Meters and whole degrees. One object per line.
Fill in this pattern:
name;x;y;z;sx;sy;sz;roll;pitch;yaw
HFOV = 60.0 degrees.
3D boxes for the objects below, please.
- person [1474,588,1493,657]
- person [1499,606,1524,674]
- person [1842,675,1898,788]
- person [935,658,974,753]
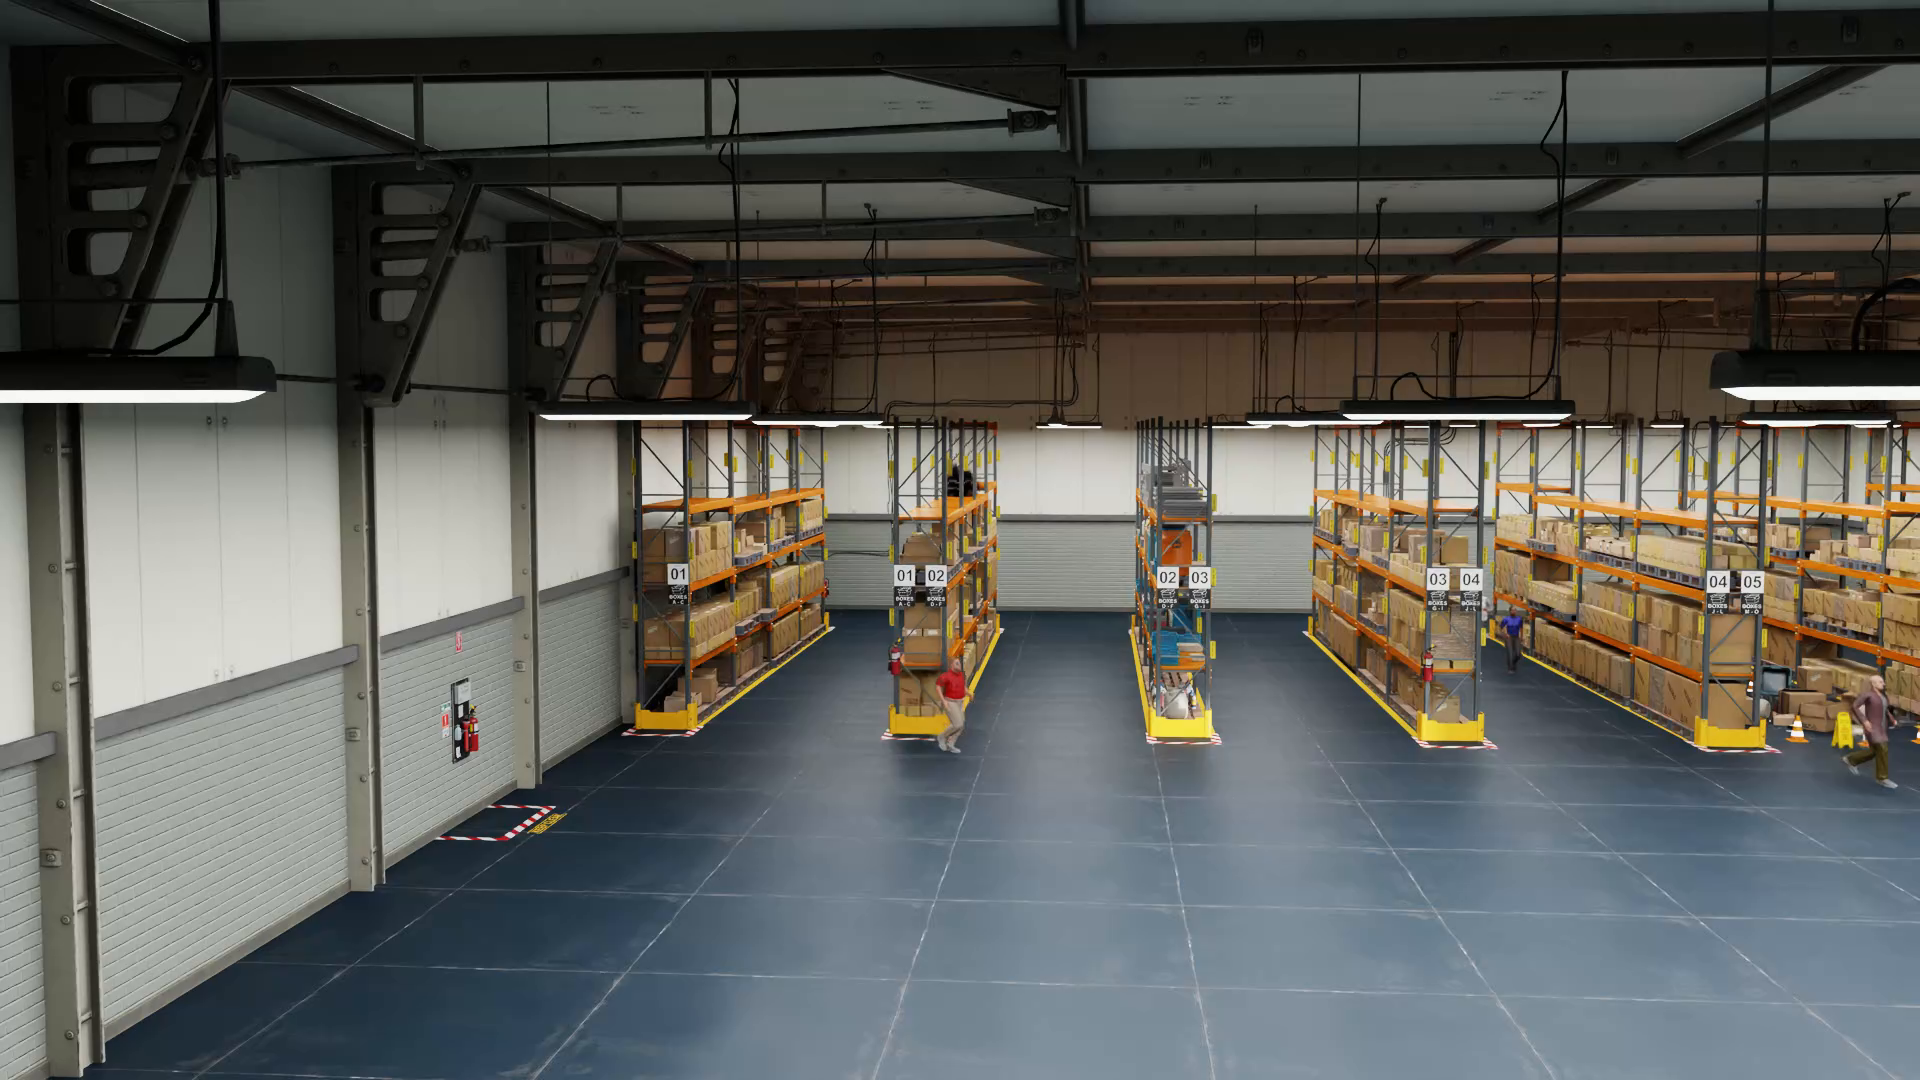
person;13.281;2.062;42.514;0.638;1.813;0.871;1;4;11
person;13.008;2.357;39.178;0.593;1.618;0.517;0;4;4
person;14.842;3.081;27.086;0.722;1.782;0.947;-3;5;-35
person;-0.077;2.948;29.640;0.593;1.685;0.675;3;5;36
